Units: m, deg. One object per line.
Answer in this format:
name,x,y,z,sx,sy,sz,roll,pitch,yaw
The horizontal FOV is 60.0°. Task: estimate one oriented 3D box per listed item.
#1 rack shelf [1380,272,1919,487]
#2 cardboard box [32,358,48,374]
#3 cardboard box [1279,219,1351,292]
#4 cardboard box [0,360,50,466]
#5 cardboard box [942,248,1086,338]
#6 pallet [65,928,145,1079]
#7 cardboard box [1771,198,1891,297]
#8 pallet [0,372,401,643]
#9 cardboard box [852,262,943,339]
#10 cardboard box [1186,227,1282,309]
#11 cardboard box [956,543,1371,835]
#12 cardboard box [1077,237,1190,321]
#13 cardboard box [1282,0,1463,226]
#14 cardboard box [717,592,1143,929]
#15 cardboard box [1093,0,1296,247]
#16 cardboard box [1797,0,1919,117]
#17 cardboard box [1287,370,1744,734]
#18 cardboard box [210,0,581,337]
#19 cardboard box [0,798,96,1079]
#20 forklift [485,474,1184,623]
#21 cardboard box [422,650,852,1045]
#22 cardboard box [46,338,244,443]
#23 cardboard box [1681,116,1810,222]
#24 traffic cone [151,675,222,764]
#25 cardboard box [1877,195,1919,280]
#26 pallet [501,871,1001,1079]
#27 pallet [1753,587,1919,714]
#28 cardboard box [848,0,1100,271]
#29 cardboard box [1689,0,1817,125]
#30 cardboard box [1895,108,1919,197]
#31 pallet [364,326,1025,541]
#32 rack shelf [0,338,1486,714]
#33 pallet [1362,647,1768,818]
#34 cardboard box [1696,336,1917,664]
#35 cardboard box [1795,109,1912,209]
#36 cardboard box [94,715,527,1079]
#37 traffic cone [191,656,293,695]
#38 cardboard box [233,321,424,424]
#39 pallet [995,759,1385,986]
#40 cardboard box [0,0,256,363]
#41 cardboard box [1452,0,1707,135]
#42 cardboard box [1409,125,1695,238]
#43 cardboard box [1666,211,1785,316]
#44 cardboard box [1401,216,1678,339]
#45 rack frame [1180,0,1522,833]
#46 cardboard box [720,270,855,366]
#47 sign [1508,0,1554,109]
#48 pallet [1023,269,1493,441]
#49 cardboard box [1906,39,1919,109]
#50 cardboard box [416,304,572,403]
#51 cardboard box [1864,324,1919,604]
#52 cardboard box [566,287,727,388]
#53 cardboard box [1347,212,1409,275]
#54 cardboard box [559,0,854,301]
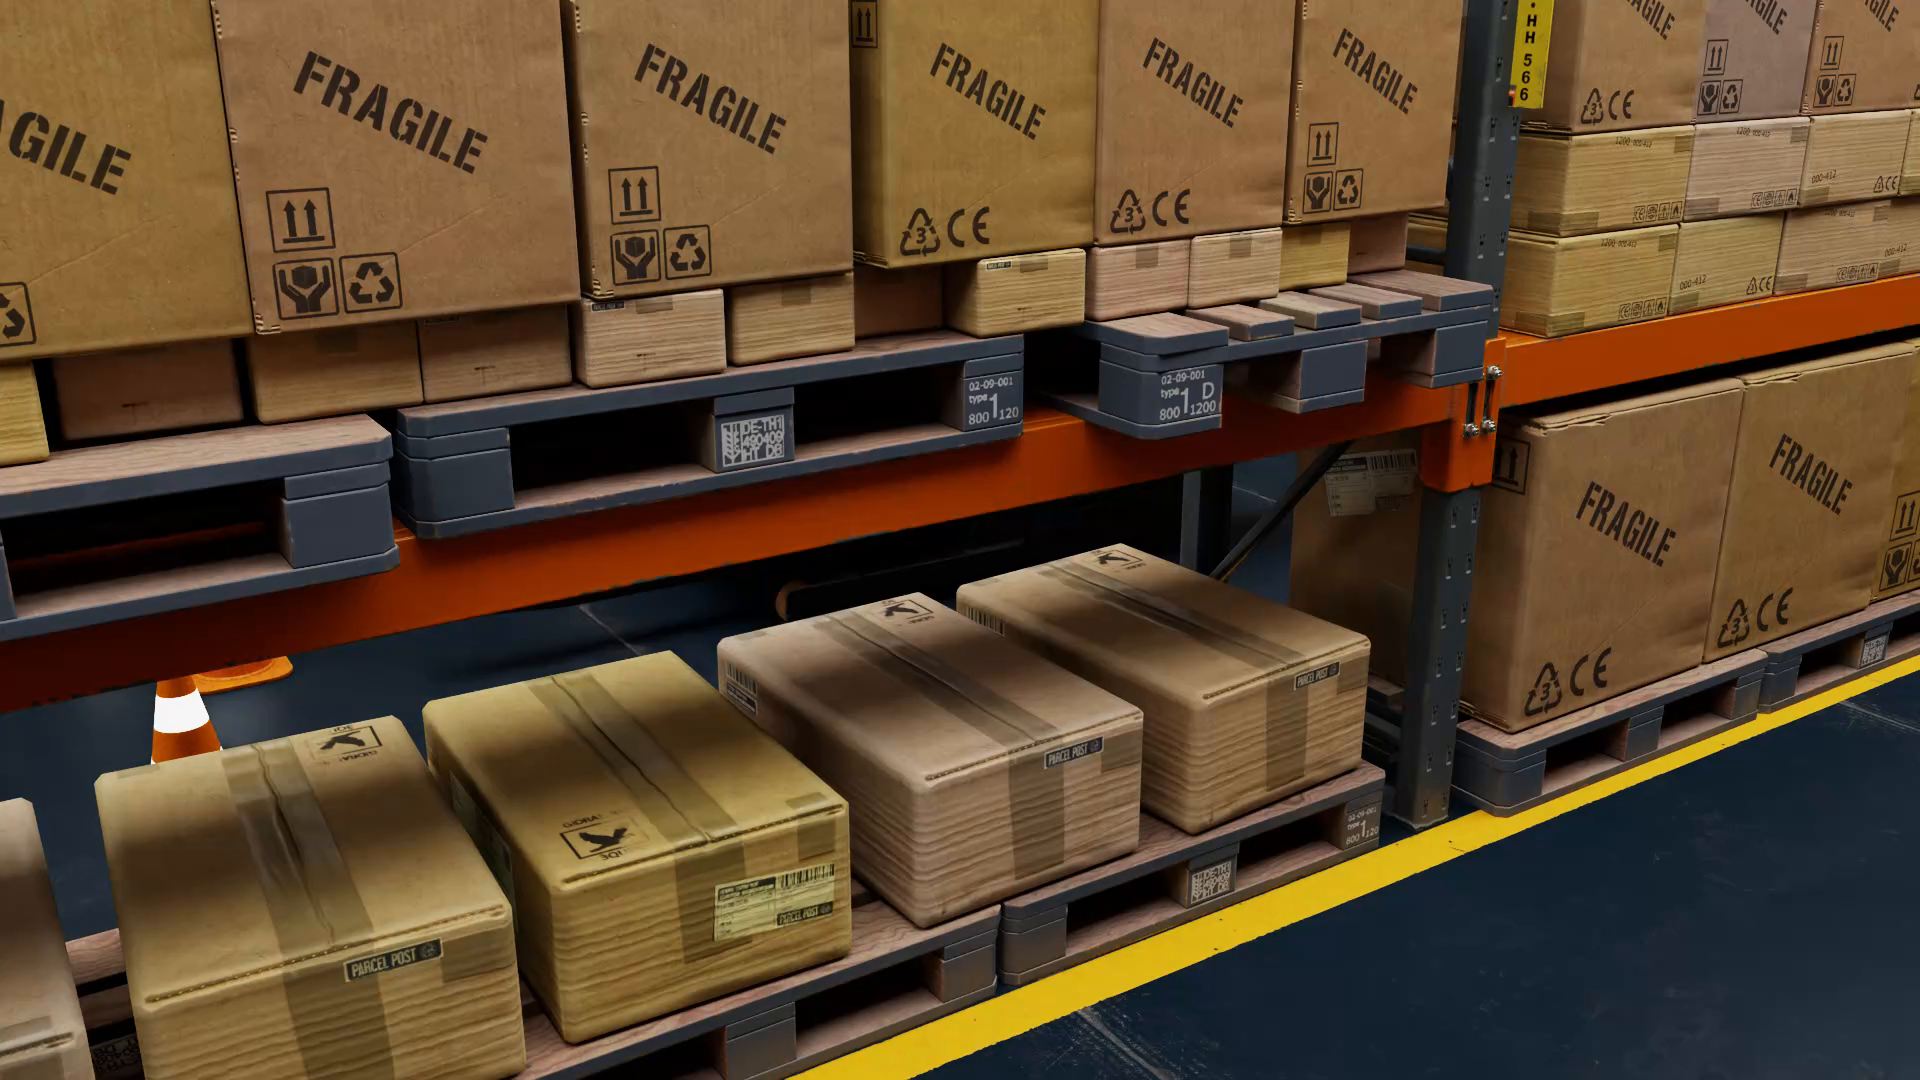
rack shelf,2.664,-0.795,5.536,4.000,0.370,1.077,-12,22,-31
cardboard box,-1.644,-0.420,3.040,0.250,0.149,0.380,-12,22,-32
cardboard box,0.665,-0.676,3.798,0.250,0.149,0.380,-12,22,-31
cardboard box,-1.499,-0.213,2.429,0.250,0.149,0.380,-11,22,-30
cardboard box,0.042,-0.525,3.352,0.250,0.149,0.380,-11,22,-30
pallet,-1.698,1.104,3.148,1.213,0.211,1.003,-12,22,-31
cardboard box,2.401,-0.917,5.009,0.500,0.250,0.500,-11,22,-30
pallet,-1.629,-0.084,2.609,1.213,0.211,1.003,-12,22,-31
cardboard box,-0.237,-0.515,3.321,0.250,0.149,0.380,-12,22,-31
cardboard box,0.479,-0.620,3.631,0.250,0.149,0.380,-12,22,-32
cardboard box,0.516,0.359,4.446,0.625,0.372,0.950,-14,23,-35
cardboard box,0.264,-0.578,3.506,0.250,0.149,0.380,-13,23,-34
cardboard box,0.766,-1.016,3.791,0.500,0.500,0.500,-13,22,-33
cardboard box,-0.096,0.491,4.055,0.625,0.372,0.950,-12,22,-32
cardboard box,0.341,-0.922,3.513,0.500,0.500,0.500,-12,22,-32
cardboard box,2.389,-1.503,4.790,0.500,0.500,0.500,-11,22,-30
cardboard box,1.616,-0.075,4.946,0.875,0.875,0.875,-12,22,-32
cardboard box,-0.960,-0.644,2.689,0.500,0.500,0.500,-12,22,-32
cardboard box,-1.911,0.874,2.924,0.625,0.372,0.950,-12,22,-31
forklift,-0.584,-1.272,5.930,3.031,2.935,1.130,-11,22,-30
cardboard box,-0.733,0.623,3.665,0.625,0.372,0.950,-11,22,-30
cardboard box,-1.304,-0.284,2.637,0.250,0.149,0.380,-10,21,-28
cardboard box,1.984,-1.063,4.660,0.500,0.250,0.500,-11,22,-30
traffic cone,-2.082,0.530,4.455,0.334,0.463,0.336,-12,22,-31
cardboard box,2.811,-1.005,5.269,0.500,0.250,0.500,-12,22,-31
pallet,-0.678,0.888,3.788,1.213,0.211,1.003,-12,22,-31
pallet,2.711,0.205,5.808,1.213,0.211,1.003,-12,22,-31
cardboard box,-0.080,-0.833,3.249,0.500,0.500,0.500,-14,23,-35
cardboard box,1.949,-1.416,4.532,0.500,0.500,0.500,-12,22,-31
cardboard box,2.838,-1.234,5.164,0.500,0.250,0.500,-11,22,-30
pallet,-0.638,-0.333,3.346,1.213,0.211,1.003,-12,22,-31
rack shelf,-0.677,-0.090,3.452,4.000,0.370,1.077,-12,22,-31
pallet,1.693,0.419,5.177,1.213,0.211,1.003,-12,22,-31
cardboard box,2.363,-0.231,5.407,0.875,0.875,0.875,-12,22,-31
cardboard box,2.408,-1.148,4.910,0.500,0.250,0.500,-12,22,-32
cardboard box,-1.312,0.746,3.301,0.625,0.372,0.950,-10,21,-28
traffic cone,-2.390,0.211,5.397,0.334,0.463,0.336,-12,22,-31
cardboard box,-1.066,-0.318,2.738,0.250,0.149,0.380,-12,22,-31
pallet,0.340,0.675,4.419,1.213,0.211,1.003,-12,22,-31
cardboard box,-1.380,-0.560,2.443,0.500,0.500,0.500,-12,22,-31
cardboard box,1.540,-1.326,4.266,0.500,0.500,0.500,-13,22,-33
cardboard box,1.552,-0.973,4.391,0.500,0.250,0.500,-12,22,-32
cardboard box,1.959,-0.827,4.740,0.500,0.250,0.500,-13,22,-33
cardboard box,1.540,-0.731,4.459,0.500,0.250,0.500,-12,22,-32
rack frame,0.993,-0.784,4.379,0.127,3.000,1.000,-12,22,-31
cardboard box,-0.402,-0.449,3.125,0.250,0.149,0.380,-13,22,-33
sign,1.300,-1.151,3.782,0.005,0.325,0.100,-12,22,-31
pallet,0.457,-0.539,3.954,1.003,0.211,1.213,-12,22,-31
cardboard box,2.812,-1.591,5.050,0.500,0.500,0.500,-12,22,-31
cardboard box,-0.859,-0.361,2.865,0.250,0.149,0.380,-12,22,-31
cardboard box,3.110,-0.389,5.873,0.875,0.875,0.875,-11,22,-30
cardboard box,-0.608,-0.394,2.963,0.250,0.149,0.380,-11,22,-29
cardboard box,0.849,-0.743,3.995,0.250,0.149,0.380,-11,22,-29
cardboard box,-0.537,-0.737,2.966,0.500,0.500,0.500,-13,23,-34
